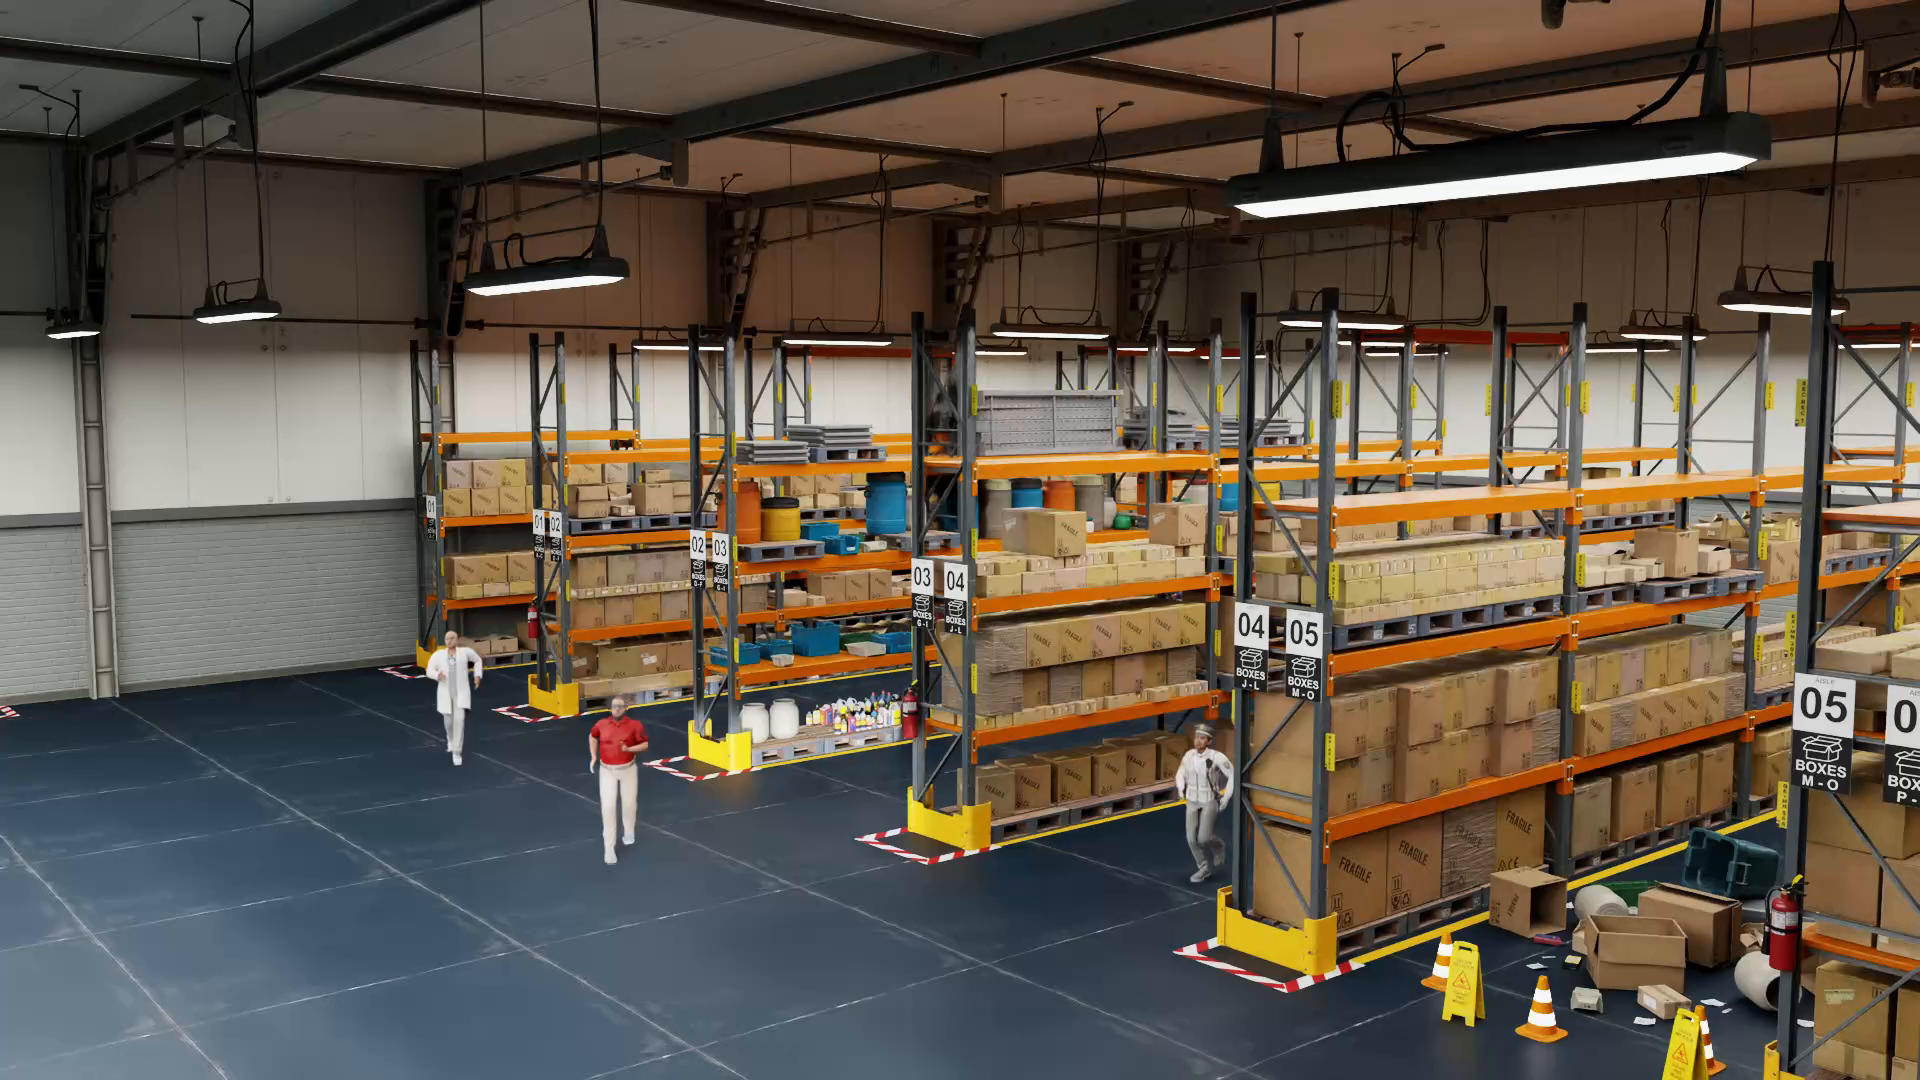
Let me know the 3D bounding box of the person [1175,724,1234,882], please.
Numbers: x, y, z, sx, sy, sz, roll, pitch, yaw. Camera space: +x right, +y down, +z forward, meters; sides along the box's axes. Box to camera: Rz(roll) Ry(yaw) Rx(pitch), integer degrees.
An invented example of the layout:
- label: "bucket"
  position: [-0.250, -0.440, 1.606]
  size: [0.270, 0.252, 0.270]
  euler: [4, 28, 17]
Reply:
- label: "person"
  position: [2.532, 2.738, 17.357]
  size: [0.658, 1.664, 0.561]
  euler: [4, 6, 34]

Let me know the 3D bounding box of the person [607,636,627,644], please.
- label: "person"
  position: [-5.948, 1.606, 29.262]
  size: [0.720, 1.729, 0.659]
  euler: [-4, 7, -40]

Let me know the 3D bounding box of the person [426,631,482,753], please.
- label: "person"
  position: [-6.994, 2.083, 23.006]
  size: [0.730, 1.663, 0.927]
  euler: [-1, 5, -9]

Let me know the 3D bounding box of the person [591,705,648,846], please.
- label: "person"
  position: [-3.763, 2.564, 18.391]
  size: [0.623, 1.551, 0.738]
  euler: [-1, 5, -10]

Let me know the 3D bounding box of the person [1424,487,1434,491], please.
- label: "person"
  position: [5.100, 1.760, 19.711]
  size: [4.558, 3.206, 27.198]
  euler: [1, 5, 9]
